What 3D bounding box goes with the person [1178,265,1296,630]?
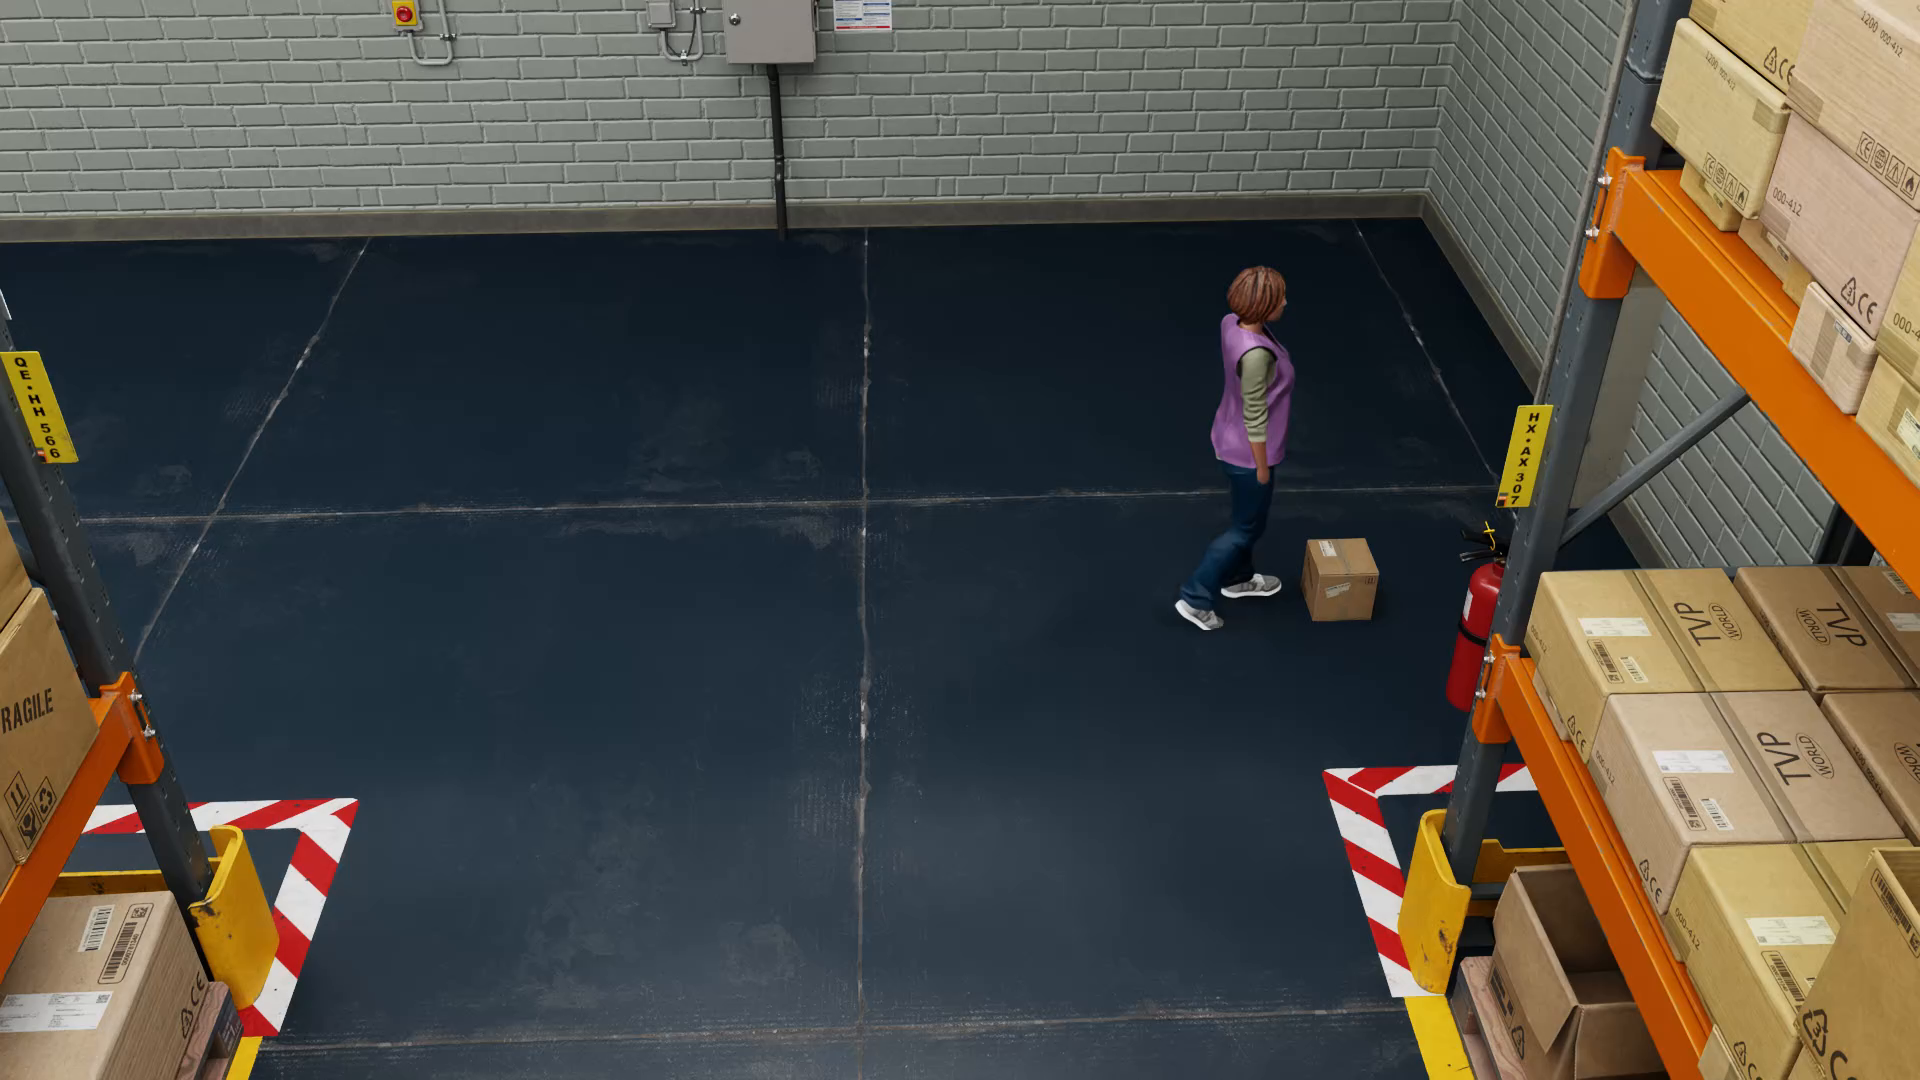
[{"bbox_3d":[1.147,-0.343,6.692,0.469,1.661,0.411,-1,36,-1],"label":"person"}]
